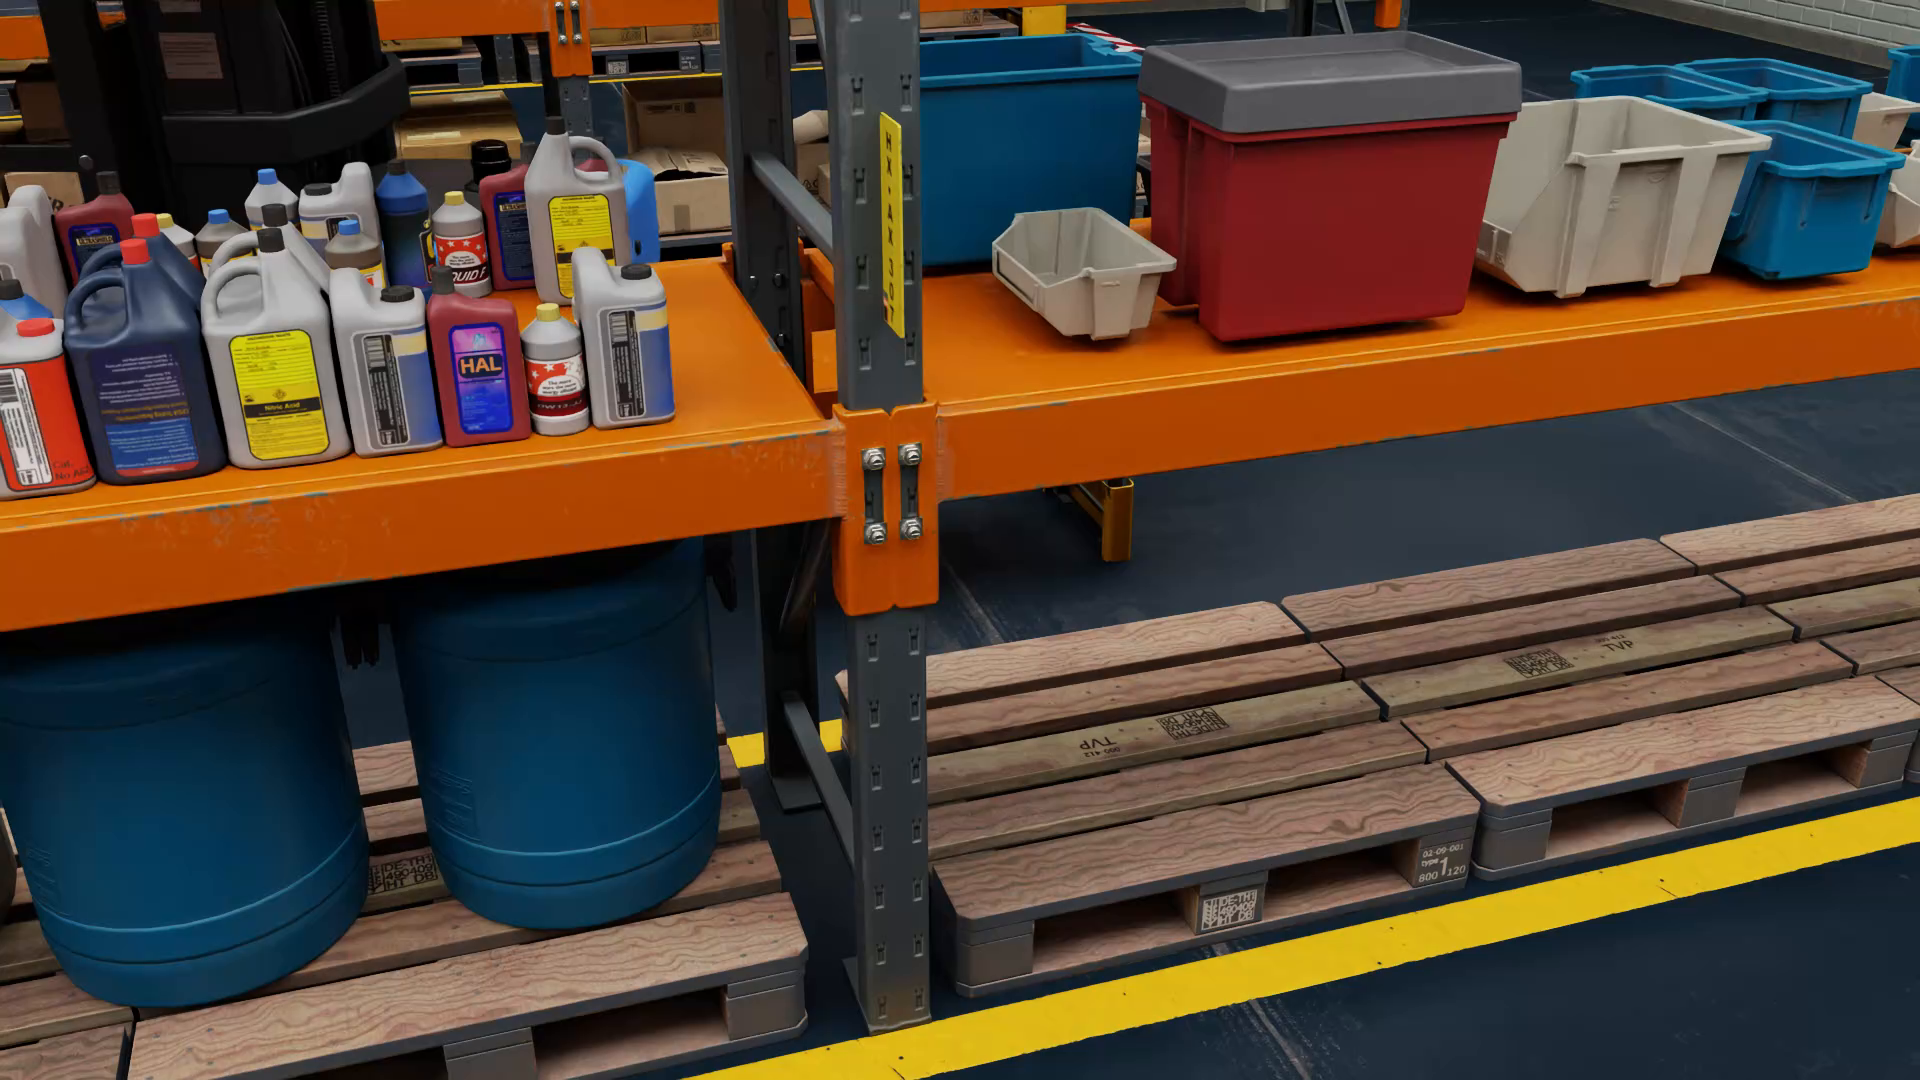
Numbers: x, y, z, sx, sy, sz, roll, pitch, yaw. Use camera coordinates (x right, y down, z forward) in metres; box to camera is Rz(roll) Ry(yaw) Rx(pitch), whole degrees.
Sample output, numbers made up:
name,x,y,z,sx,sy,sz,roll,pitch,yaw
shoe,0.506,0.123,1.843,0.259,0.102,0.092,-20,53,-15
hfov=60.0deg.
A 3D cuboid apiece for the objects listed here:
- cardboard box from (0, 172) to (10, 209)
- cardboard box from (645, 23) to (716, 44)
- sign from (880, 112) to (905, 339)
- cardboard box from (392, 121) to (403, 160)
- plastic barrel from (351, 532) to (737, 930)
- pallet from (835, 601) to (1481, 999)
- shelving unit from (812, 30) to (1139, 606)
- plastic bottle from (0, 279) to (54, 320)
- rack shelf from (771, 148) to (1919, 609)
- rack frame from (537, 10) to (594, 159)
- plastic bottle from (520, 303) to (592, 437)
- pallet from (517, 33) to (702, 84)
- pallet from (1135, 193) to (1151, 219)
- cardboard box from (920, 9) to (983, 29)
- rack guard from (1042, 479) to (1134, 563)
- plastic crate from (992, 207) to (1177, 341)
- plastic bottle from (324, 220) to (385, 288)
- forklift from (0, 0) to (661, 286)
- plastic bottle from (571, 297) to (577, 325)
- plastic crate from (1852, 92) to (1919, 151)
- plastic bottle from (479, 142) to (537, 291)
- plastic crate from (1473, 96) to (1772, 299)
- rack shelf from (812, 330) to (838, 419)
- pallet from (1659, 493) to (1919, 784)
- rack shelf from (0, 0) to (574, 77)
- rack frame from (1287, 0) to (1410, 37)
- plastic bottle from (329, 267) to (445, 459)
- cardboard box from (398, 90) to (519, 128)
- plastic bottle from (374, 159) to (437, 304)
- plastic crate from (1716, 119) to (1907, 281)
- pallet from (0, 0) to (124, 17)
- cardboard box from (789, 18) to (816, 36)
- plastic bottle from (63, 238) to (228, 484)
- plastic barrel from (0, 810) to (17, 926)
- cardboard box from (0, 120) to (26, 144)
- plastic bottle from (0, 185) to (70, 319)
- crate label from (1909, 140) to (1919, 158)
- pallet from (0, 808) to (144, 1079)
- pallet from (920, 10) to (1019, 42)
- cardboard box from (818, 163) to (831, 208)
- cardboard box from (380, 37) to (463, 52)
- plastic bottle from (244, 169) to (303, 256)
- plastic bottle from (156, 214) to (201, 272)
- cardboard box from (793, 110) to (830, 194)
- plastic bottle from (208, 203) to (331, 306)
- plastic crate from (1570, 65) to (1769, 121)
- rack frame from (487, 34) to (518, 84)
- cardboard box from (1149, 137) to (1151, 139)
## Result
name,x,y,z,sx,sy,sz,roll,pitch,yaw
cardboard box,-4.109,-1.289,6.789,0.500,0.500,0.500,-9,28,-17
cardboard box,-2.118,-3.969,12.209,0.500,0.500,0.700,-9,28,-17
sign,-0.103,-0.475,2.522,0.005,0.325,0.100,-8,28,-16
cardboard box,-2.655,-1.503,7.220,0.500,0.500,0.500,-8,28,-16
plastic barrel,-0.794,0.236,3.290,0.708,0.901,0.600,-8,28,-16
pallet,0.416,0.547,3.910,1.213,0.211,1.003,-8,28,-16
shelving unit,-0.073,-0.661,4.895,1.083,1.500,0.587,-8,28,-16
plastic bottle,-1.429,-0.266,2.557,0.097,0.271,0.097,0,26,0
rack shelf,1.630,-0.537,3.768,4.000,0.370,1.077,-8,28,-16
rack frame,-1.802,-2.679,7.273,0.127,3.000,1.000,-8,28,-16
plastic bottle,-0.648,-0.276,2.657,0.097,0.201,0.097,0,26,0
pallet,-2.592,-3.595,12.255,1.213,0.211,1.003,-8,28,-16
pallet,1.172,-1.860,8.759,1.213,0.211,1.003,-8,28,-16
cardboard box,-0.171,-4.253,12.783,0.500,0.500,0.700,-8,28,-16
rack guard,0.401,-0.170,5.311,0.087,0.250,0.587,-8,28,-16
plastic crate,0.215,-0.496,3.106,0.243,0.136,0.396,-8,28,-16
plastic bottle,-1.121,-0.492,3.091,0.097,0.201,0.097,0,26,0
forklift,-2.472,-1.358,4.689,3.031,2.935,1.130,0,26,0
plastic bottle,-0.602,-0.354,2.814,0.097,0.201,0.097,0,26,0
plastic crate,2.220,-1.046,4.213,0.298,0.136,0.250,-8,28,-16
plastic bottle,-0.879,-0.643,3.303,0.133,0.283,0.061,-8,28,-16
plastic crate,1.238,-0.690,3.333,0.530,0.282,0.437,-8,28,-16
rack shelf,-0.081,-0.499,4.973,1.000,0.185,0.538,-8,28,-16
pallet,2.736,0.211,4.587,1.213,0.211,1.003,-8,28,-16
rack shelf,-3.703,-2.081,6.878,4.000,0.370,1.077,-8,28,-16
rack frame,2.002,-3.230,8.382,0.127,3.000,1.000,-8,28,-16
plastic bottle,-0.893,-0.287,2.595,0.135,0.276,0.152,-8,28,-16
cardboard box,-2.337,-1.793,7.804,0.500,0.500,0.500,-10,28,-18
plastic bottle,-1.076,-0.601,3.232,0.097,0.271,0.097,0,26,0
plastic crate,1.659,-0.695,3.398,0.300,0.233,0.416,-8,28,-16
pallet,-3.757,-2.312,6.749,1.213,0.211,1.003,-8,28,-16
cardboard box,-1.124,-4.115,12.504,0.500,0.500,0.700,-9,28,-18
plastic bottle,-1.220,-0.271,2.479,0.185,0.351,0.144,-8,28,-16
plastic barrel,-2.032,0.547,3.099,0.421,0.512,0.421,0,26,0
cardboard box,-4.296,-1.505,7.224,0.500,0.500,0.500,-9,28,-18
plastic bottle,-1.710,-0.498,3.020,0.135,0.276,0.152,-8,28,-16
crate label,2.275,-0.772,3.661,0.243,0.136,0.396,-8,28,-16
pallet,-2.180,0.923,3.153,1.213,0.211,1.003,-8,28,-16
pallet,-0.272,-3.931,12.932,1.213,0.211,1.003,-8,28,-16
cardboard box,-0.516,-1.696,7.985,0.250,0.166,0.380,-8,28,-16
cardboard box,-3.917,-3.853,11.584,0.750,0.750,0.750,-8,27,-15
plastic bottle,-1.296,-0.569,3.167,0.097,0.271,0.097,0,26,0
plastic bottle,-1.481,-0.511,3.129,0.097,0.201,0.097,0,26,0
cardboard box,-0.635,-1.973,8.380,0.500,0.311,0.500,-8,28,-16
plastic bottle,-1.089,-0.358,2.653,0.185,0.351,0.144,-8,28,-16
plastic crate,1.658,-0.969,3.950,0.300,0.233,0.416,-8,28,-16
rack frame,-3.339,-4.773,11.490,0.127,3.000,1.000,-8,28,-16
cardboard box,1.148,-1.961,8.518,0.250,0.166,0.380,-8,28,-16
